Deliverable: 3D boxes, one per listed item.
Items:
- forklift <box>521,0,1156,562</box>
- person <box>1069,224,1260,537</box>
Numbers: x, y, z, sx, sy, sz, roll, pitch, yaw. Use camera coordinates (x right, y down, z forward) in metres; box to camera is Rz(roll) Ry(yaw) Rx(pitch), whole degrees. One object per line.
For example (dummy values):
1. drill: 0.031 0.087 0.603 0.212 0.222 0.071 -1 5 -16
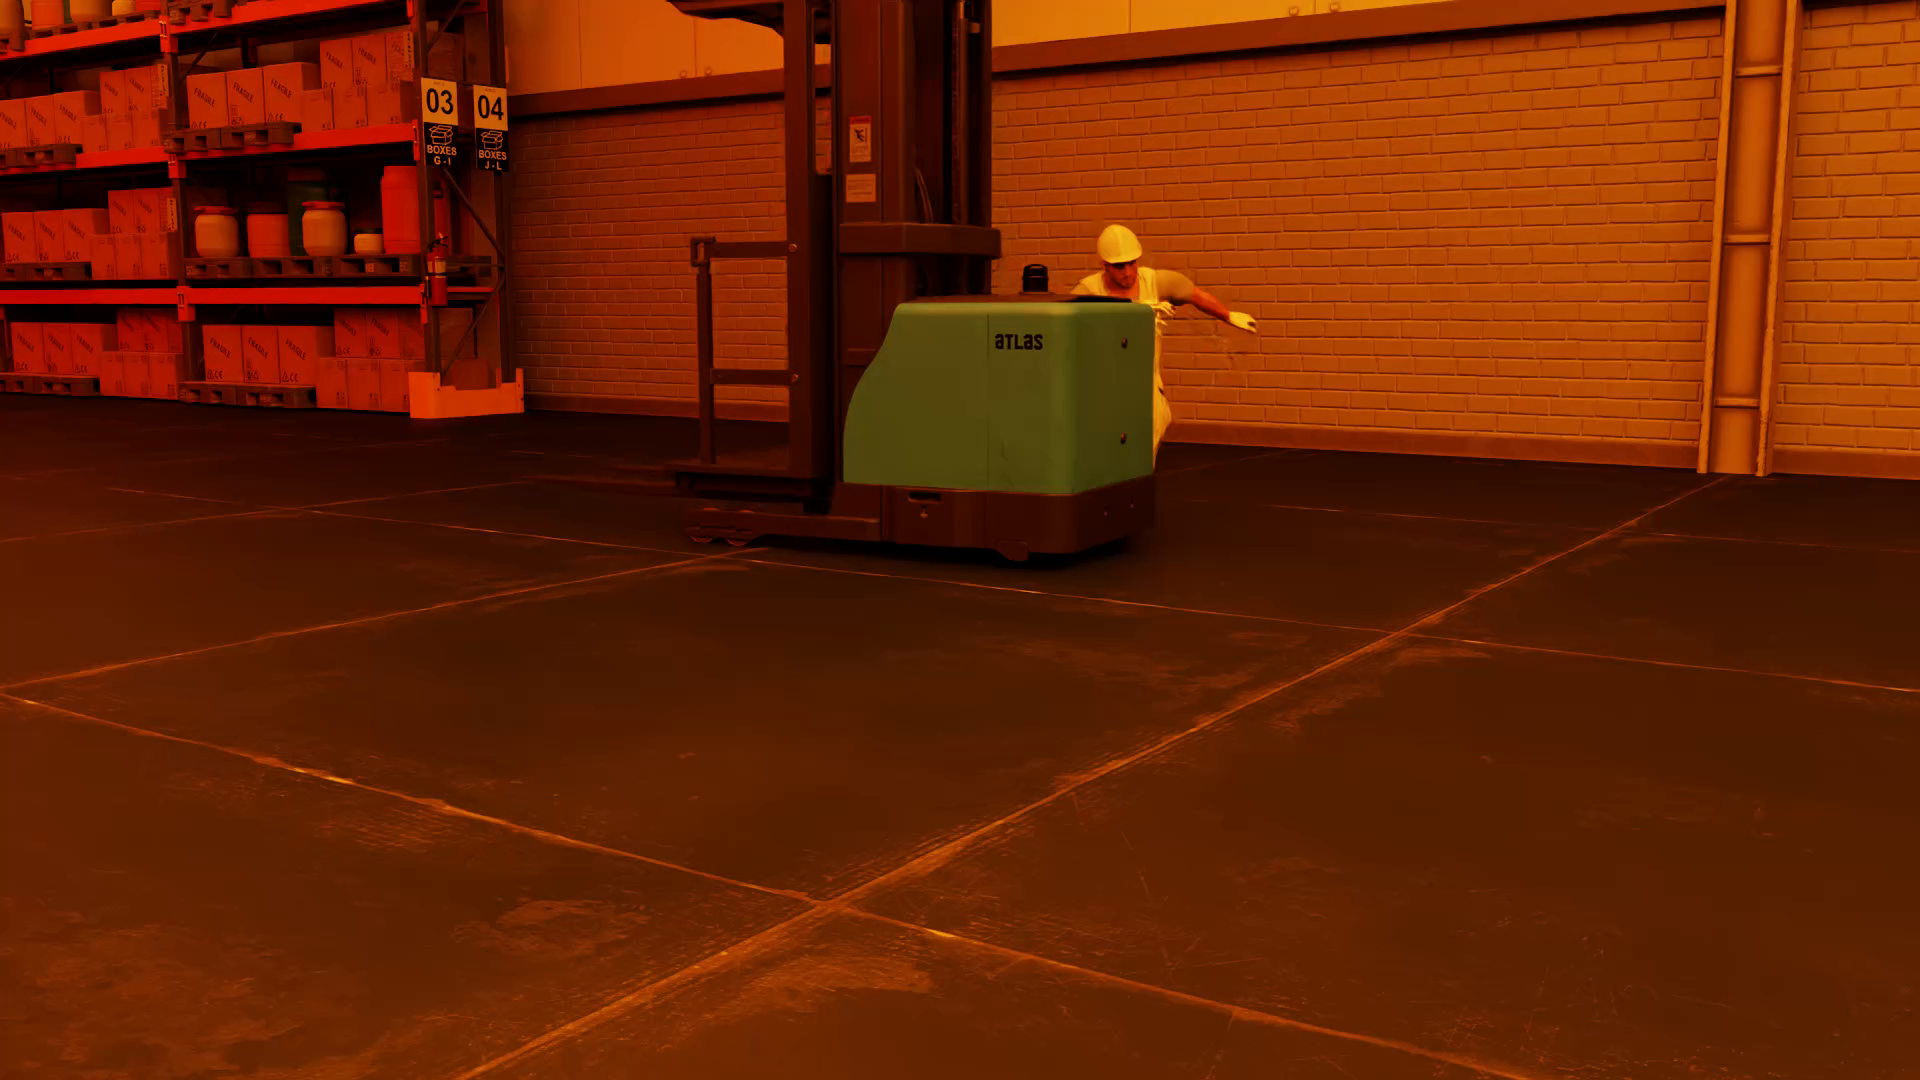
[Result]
1. forklift: -0.668 -1.482 7.613 3.031 2.935 1.130 4 9 27
2. person: 0.934 -0.753 7.843 1.211 1.450 0.960 -1 8 -5
